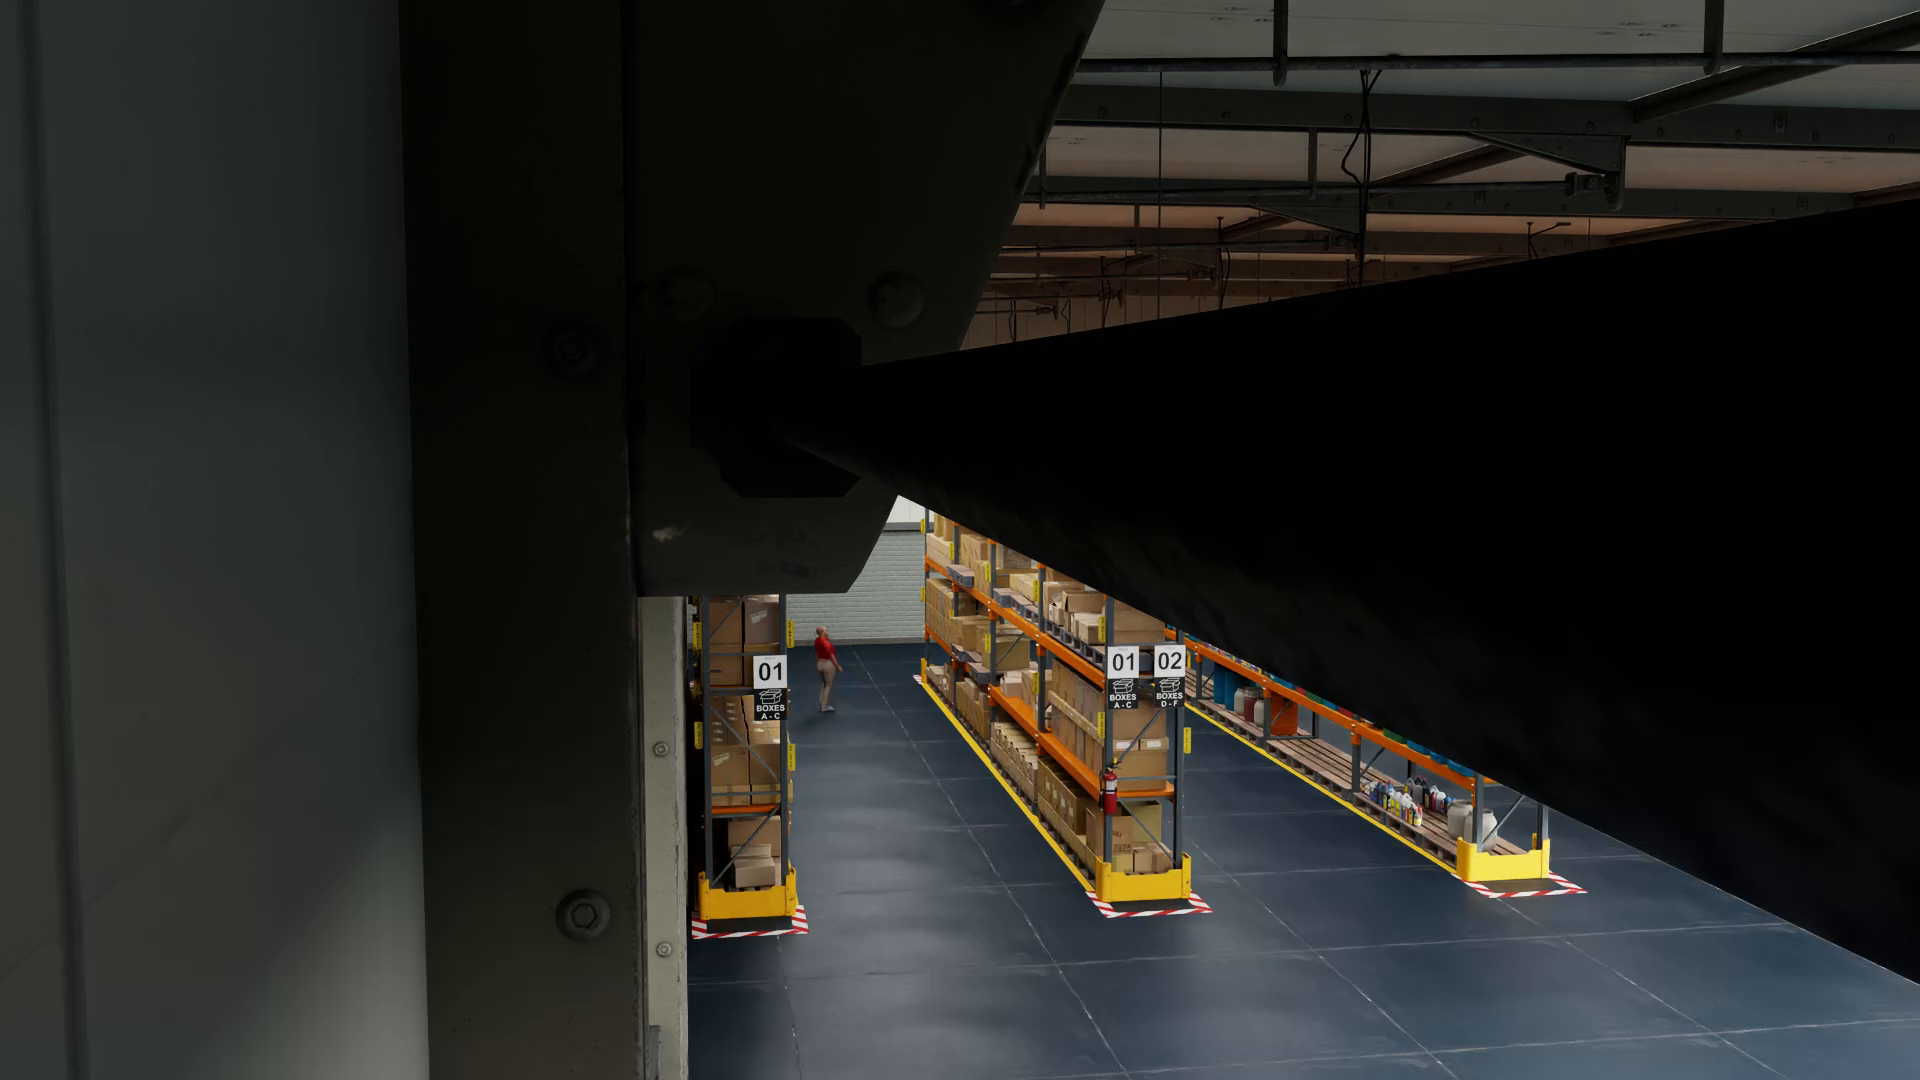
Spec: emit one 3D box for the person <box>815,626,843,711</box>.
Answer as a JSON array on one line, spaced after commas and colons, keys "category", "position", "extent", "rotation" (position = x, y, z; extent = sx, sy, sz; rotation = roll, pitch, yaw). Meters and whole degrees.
[{"category": "person", "position": [-2.625, 2.575, 33.132], "extent": [0.584, 1.756, 0.490], "rotation": [4, 7, 41]}]
